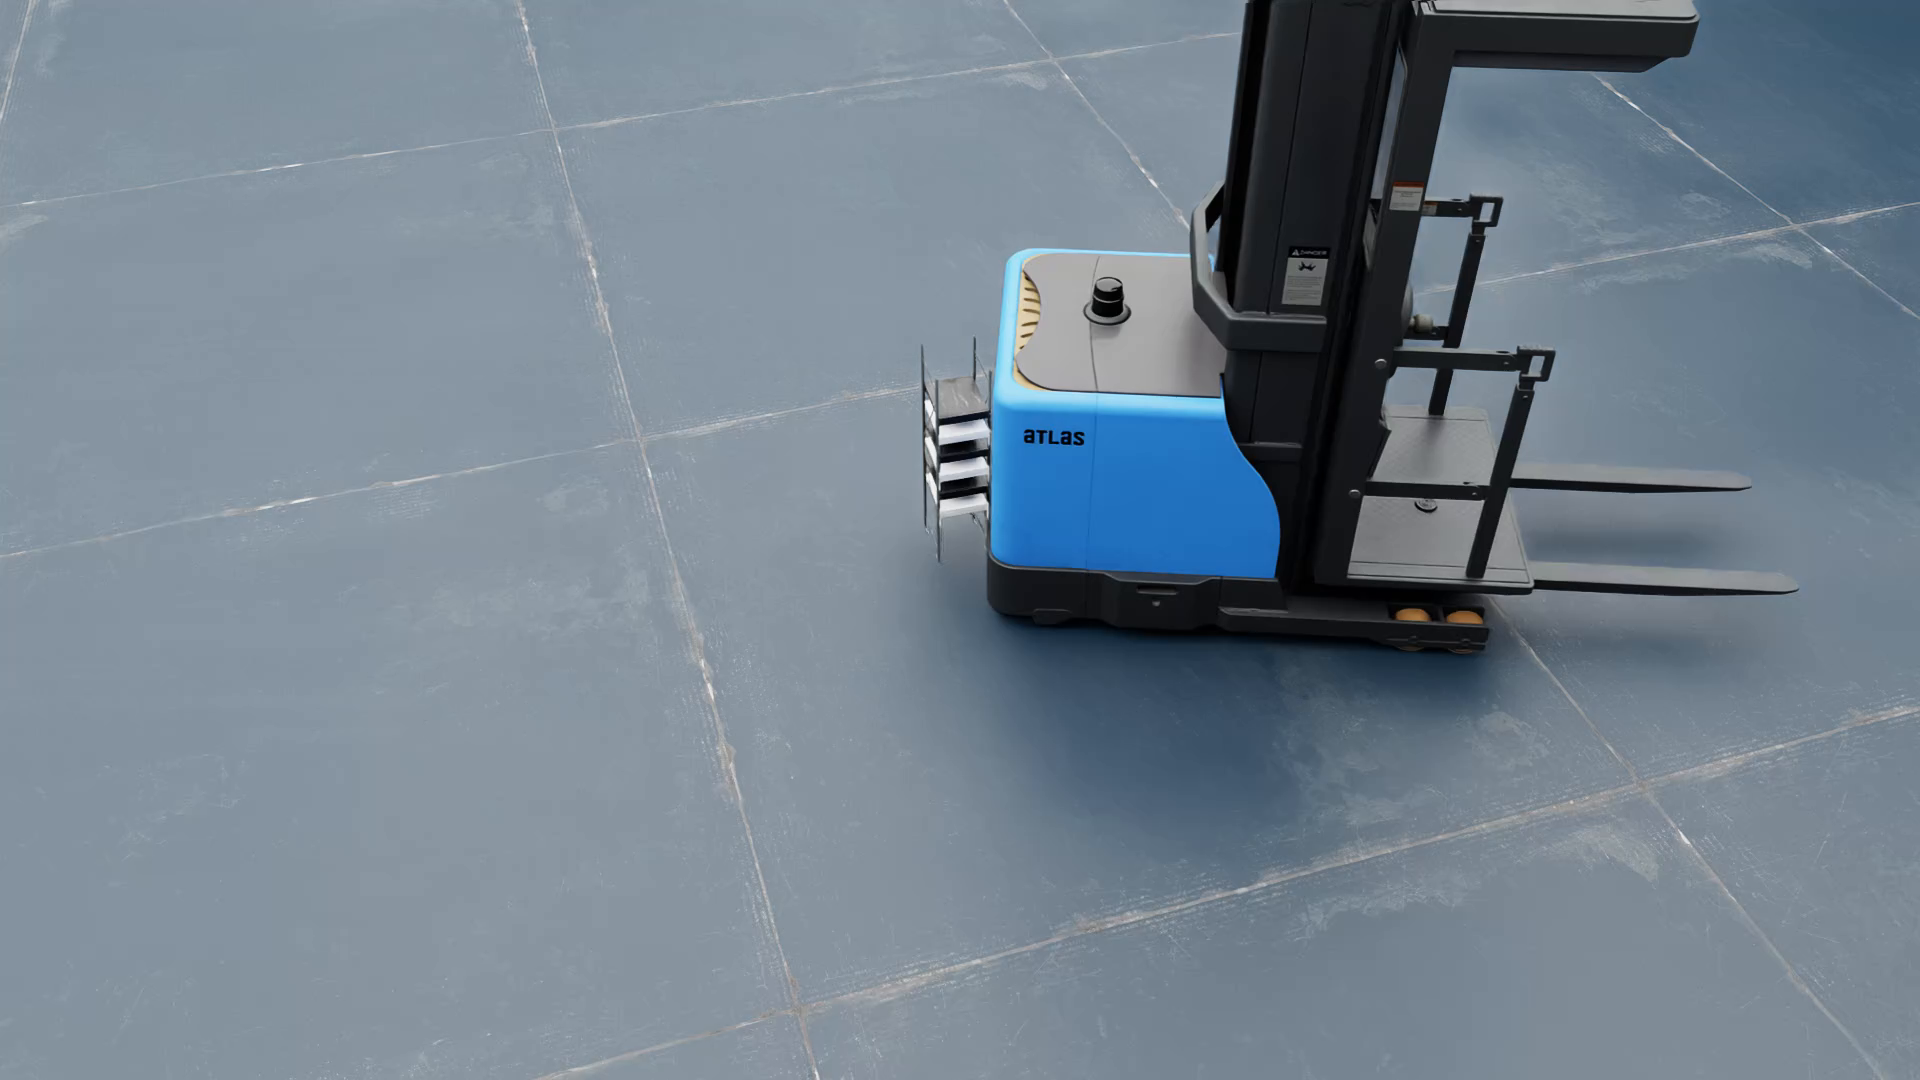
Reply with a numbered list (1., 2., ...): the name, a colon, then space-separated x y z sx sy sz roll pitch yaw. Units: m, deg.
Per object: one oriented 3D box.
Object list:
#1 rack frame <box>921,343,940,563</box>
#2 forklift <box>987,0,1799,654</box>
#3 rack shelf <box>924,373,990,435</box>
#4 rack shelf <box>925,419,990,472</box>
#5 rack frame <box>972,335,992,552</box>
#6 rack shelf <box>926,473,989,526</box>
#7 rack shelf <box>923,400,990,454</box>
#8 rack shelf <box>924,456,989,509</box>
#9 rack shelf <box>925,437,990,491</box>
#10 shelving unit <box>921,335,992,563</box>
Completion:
1. rack frame: -0.113 -0.321 6.434 0.006 0.900 0.240 -10 42 -11
2. forklift: 1.645 -1.041 5.714 3.031 2.935 1.130 3 41 3
3. rack shelf: -0.015 -0.517 6.298 0.200 0.077 0.258 -10 42 -11
4. rack shelf: -0.015 -0.381 6.416 0.200 0.077 0.258 -10 42 -11
5. rack frame: 0.083 -0.356 6.473 0.006 0.900 0.240 -10 42 -11
6. rack shelf: -0.015 -0.178 6.594 0.200 0.077 0.258 -10 42 -11
7. rack shelf: -0.015 -0.449 6.357 0.200 0.077 0.258 -10 42 -11
8. rack shelf: -0.015 -0.246 6.535 0.200 0.077 0.258 -10 42 -11
9. rack shelf: -0.015 -0.313 6.475 0.200 0.077 0.258 -10 42 -11
10. shelving unit: -0.015 -0.338 6.453 0.210 0.900 0.258 -10 42 -11
